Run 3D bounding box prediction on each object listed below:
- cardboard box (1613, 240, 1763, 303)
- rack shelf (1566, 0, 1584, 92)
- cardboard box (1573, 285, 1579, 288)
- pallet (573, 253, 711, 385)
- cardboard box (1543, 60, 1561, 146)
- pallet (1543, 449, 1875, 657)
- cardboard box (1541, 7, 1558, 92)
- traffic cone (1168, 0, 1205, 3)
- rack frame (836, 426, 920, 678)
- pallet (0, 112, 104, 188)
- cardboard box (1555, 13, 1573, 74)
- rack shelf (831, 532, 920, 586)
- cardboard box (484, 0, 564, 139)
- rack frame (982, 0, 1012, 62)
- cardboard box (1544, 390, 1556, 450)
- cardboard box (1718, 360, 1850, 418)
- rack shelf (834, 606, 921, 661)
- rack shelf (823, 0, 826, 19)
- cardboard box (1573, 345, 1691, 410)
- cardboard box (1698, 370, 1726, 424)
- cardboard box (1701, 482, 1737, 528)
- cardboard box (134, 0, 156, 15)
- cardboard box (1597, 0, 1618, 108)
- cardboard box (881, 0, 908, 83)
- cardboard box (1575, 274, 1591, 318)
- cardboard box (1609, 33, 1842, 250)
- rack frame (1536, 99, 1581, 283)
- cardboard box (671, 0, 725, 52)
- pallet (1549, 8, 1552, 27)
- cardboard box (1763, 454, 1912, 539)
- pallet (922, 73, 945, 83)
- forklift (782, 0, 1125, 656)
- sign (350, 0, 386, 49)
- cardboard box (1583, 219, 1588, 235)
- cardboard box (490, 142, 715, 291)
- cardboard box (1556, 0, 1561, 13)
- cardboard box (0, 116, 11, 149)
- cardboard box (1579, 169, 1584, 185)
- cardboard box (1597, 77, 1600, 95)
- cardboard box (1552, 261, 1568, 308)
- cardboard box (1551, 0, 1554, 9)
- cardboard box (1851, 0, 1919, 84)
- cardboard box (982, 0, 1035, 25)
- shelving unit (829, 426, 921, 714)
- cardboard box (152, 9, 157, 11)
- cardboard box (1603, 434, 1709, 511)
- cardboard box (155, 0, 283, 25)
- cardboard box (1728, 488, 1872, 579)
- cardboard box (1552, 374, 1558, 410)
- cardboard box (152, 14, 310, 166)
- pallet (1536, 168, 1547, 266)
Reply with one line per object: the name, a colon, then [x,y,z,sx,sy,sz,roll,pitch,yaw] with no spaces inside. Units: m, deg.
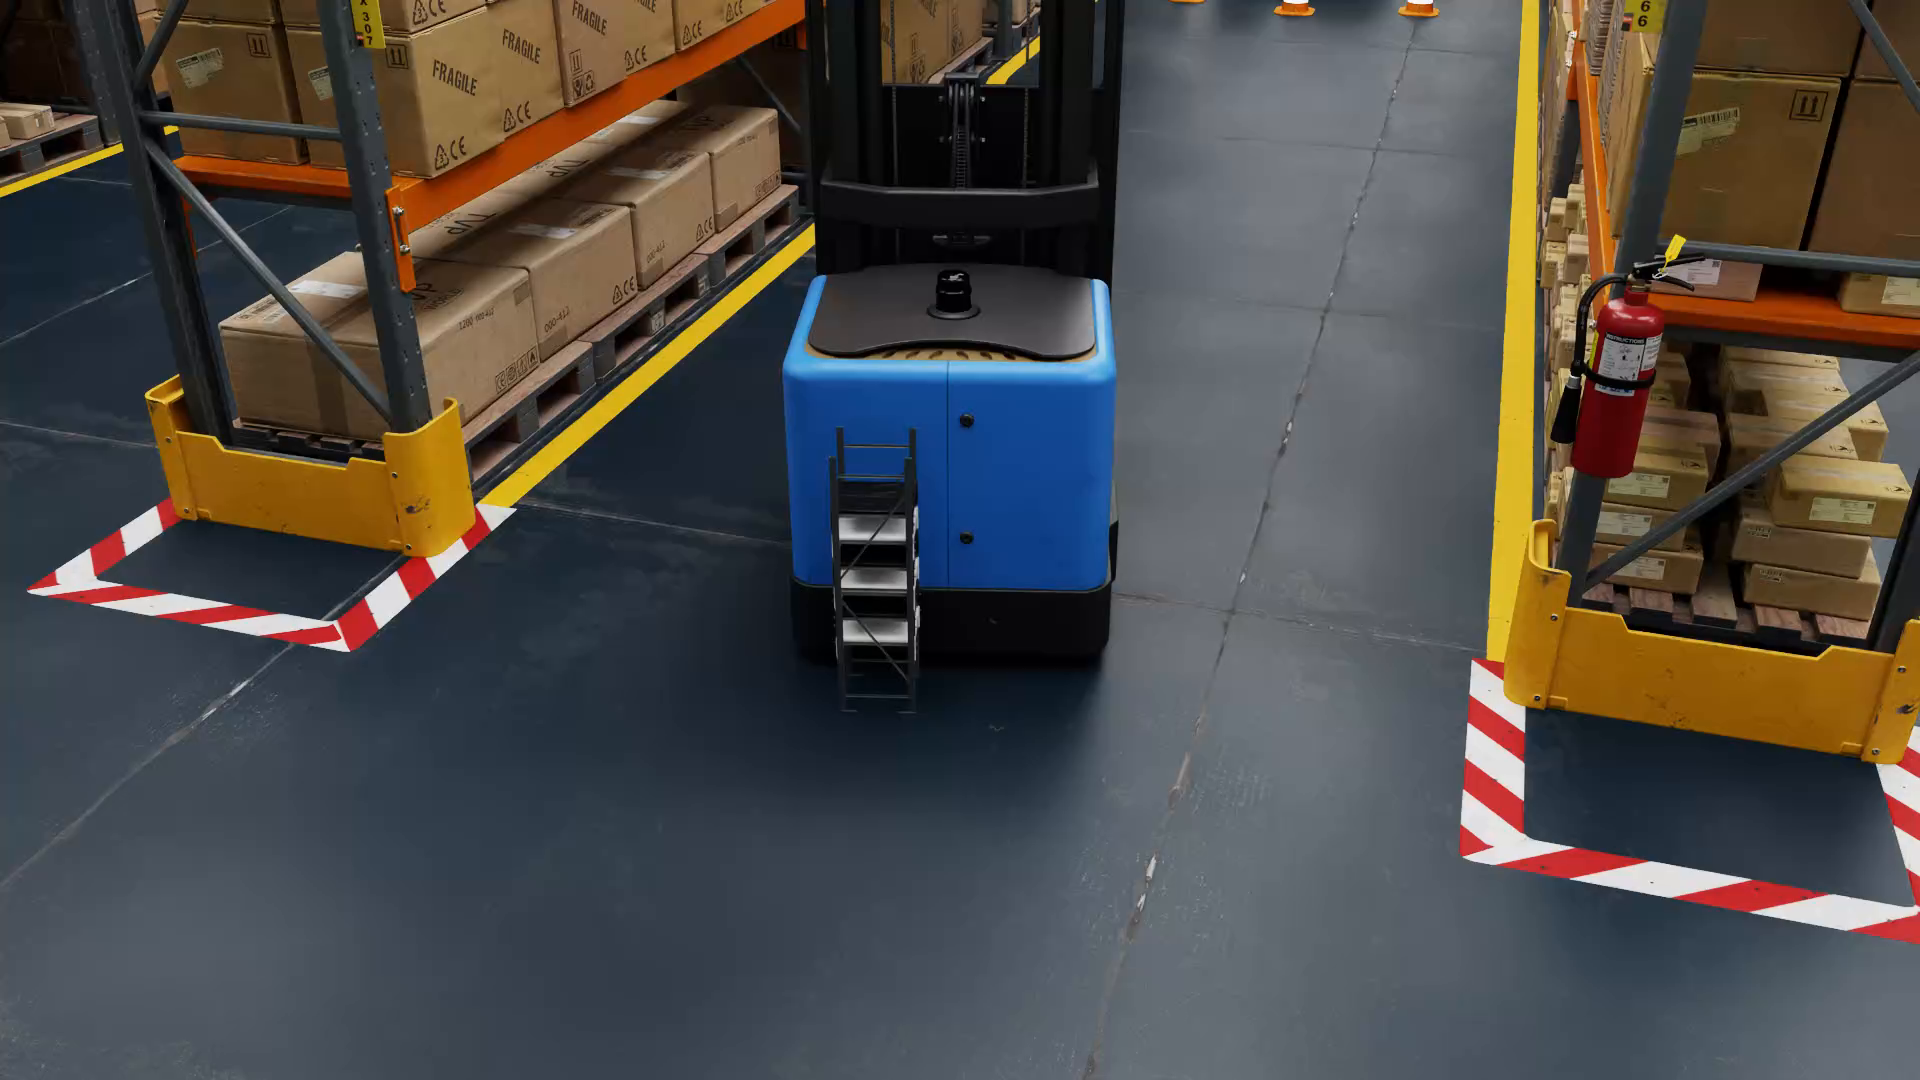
cardboard box: [2.149,-0.833,4.920,0.380,0.149,0.250,9,30,15]
rack shelf: [4.084,-3.225,9.701,1.077,0.370,4.000,8,30,15]
cardboard box: [2.874,-1.056,7.258,0.380,0.149,0.250,10,31,17]
pallet: [-1.918,-1.139,8.081,1.003,0.211,1.213,8,30,15]
cardboard box: [3.779,-2.557,9.900,0.500,0.500,0.500,8,30,14]
pallet: [2.618,0.060,5.925,1.003,0.211,1.213,8,30,15]
cardboard box: [4.220,-3.267,11.177,0.500,0.500,0.500,7,30,13]
traffic cone: [2.058,-5.102,14.946,0.336,0.463,0.334,8,30,15]
rack frame: [-0.253,0.055,5.226,0.240,0.900,0.006,1,29,2]
pallet: [-6.213,-2.438,10.416,1.003,0.211,1.213,8,30,15]
cardboard box: [3.780,-2.895,9.737,0.500,0.250,0.500,7,30,13]
rack shelf: [-0.257,0.054,5.110,0.258,0.077,0.200,1,29,2]
cardboard box: [-1.901,-1.875,6.432,0.500,0.500,0.500,8,30,14]
rack frame: [-0.090,-5.128,12.383,1.000,3.000,0.127,8,30,15]
cardboard box: [2.492,-0.451,6.477,0.380,0.149,0.250,7,30,13]
cardboard box: [2.958,-0.515,5.978,0.380,0.149,0.250,7,30,12]
rack shelf: [-0.257,0.290,5.241,0.258,0.077,0.200,1,29,2]
rack shelf: [-0.677,-3.884,10.887,1.077,0.370,4.000,8,30,15]
cardboard box: [2.456,-0.589,6.112,0.380,0.149,0.250,7,30,13]
cardboard box: [3.010,-0.512,6.279,0.380,0.149,0.250,7,30,12]
cardboard box: [2.848,-0.136,5.910,0.380,0.149,0.250,9,30,15]
cardboard box: [-5.643,-3.619,11.142,0.380,0.149,0.250,8,30,13]
cardboard box: [2.661,-1.876,6.128,0.500,0.500,0.500,10,31,17]
cardboard box: [-0.901,-3.245,10.750,0.875,0.875,0.875,9,30,16]
cardboard box: [2.715,-0.954,6.768,0.380,0.149,0.250,9,30,15]
cardboard box: [2.209,-1.170,4.859,0.500,0.500,0.500,9,30,16]
rack frame: [3.497,-2.610,7.856,1.000,3.000,0.127,8,30,15]
cardboard box: [-1.435,-2.585,7.709,0.500,0.500,0.500,8,30,14]
pallet: [5.335,-4.171,13.530,1.003,0.211,1.213,8,30,15]
cardboard box: [2.802,-0.144,5.311,0.380,0.149,0.250,7,30,13]
pallet: [-0.754,-2.989,11.405,1.003,0.211,1.213,8,30,15]
forklift: [0.027,-1.584,6.083,1.130,2.935,3.031,1,29,2]
sign: [-1.910,-1.741,5.322,0.100,0.325,0.005,8,30,15]
cardboard box: [2.979,-1.308,7.405,0.380,0.149,0.250,8,30,14]
cardboard box: [-1.813,-1.640,8.317,0.875,0.438,0.875,8,30,13]
cardboard box: [4.238,-3.602,11.007,0.500,0.250,0.500,7,30,13]
cardboard box: [-5.998,-2.498,10.035,0.396,0.266,0.258,10,30,17]
cardboard box: [3.198,-1.677,8.067,0.380,0.149,0.250,10,31,17]
cardboard box: [2.847,-1.920,6.874,0.380,0.149,0.250,9,30,16]
cardboard box: [2.982,-1.177,7.782,0.380,0.149,0.250,8,30,15]
cardboard box: [5.463,-4.779,13.637,1.050,0.750,0.750,8,30,15]
cardboard box: [2.709,-1.532,4.481,0.500,0.500,0.500,8,30,15]
cardboard box: [0.085,-4.424,13.389,0.950,0.372,0.625,6,30,11]
shelving unit: [-0.257,0.104,5.137,0.258,0.900,0.210,1,29,2]
cardboard box: [-5.506,-3.508,11.610,0.500,0.500,0.500,8,30,14]
cardboard box: [2.236,-0.231,5.468,0.380,0.149,0.250,9,30,15]
cardboard box: [-2.524,-2.149,5.896,0.500,0.500,0.500,9,30,17]
cardboard box: [2.723,-0.025,5.405,0.380,0.149,0.250,10,31,17]
cardboard box: [2.496,-0.589,6.417,0.380,0.149,0.250,9,30,16]
cardboard box: [-2.550,-1.716,6.146,0.500,0.500,0.500,9,30,15]
pallet: [3.725,-1.753,9.184,1.003,0.211,1.213,8,30,15]
